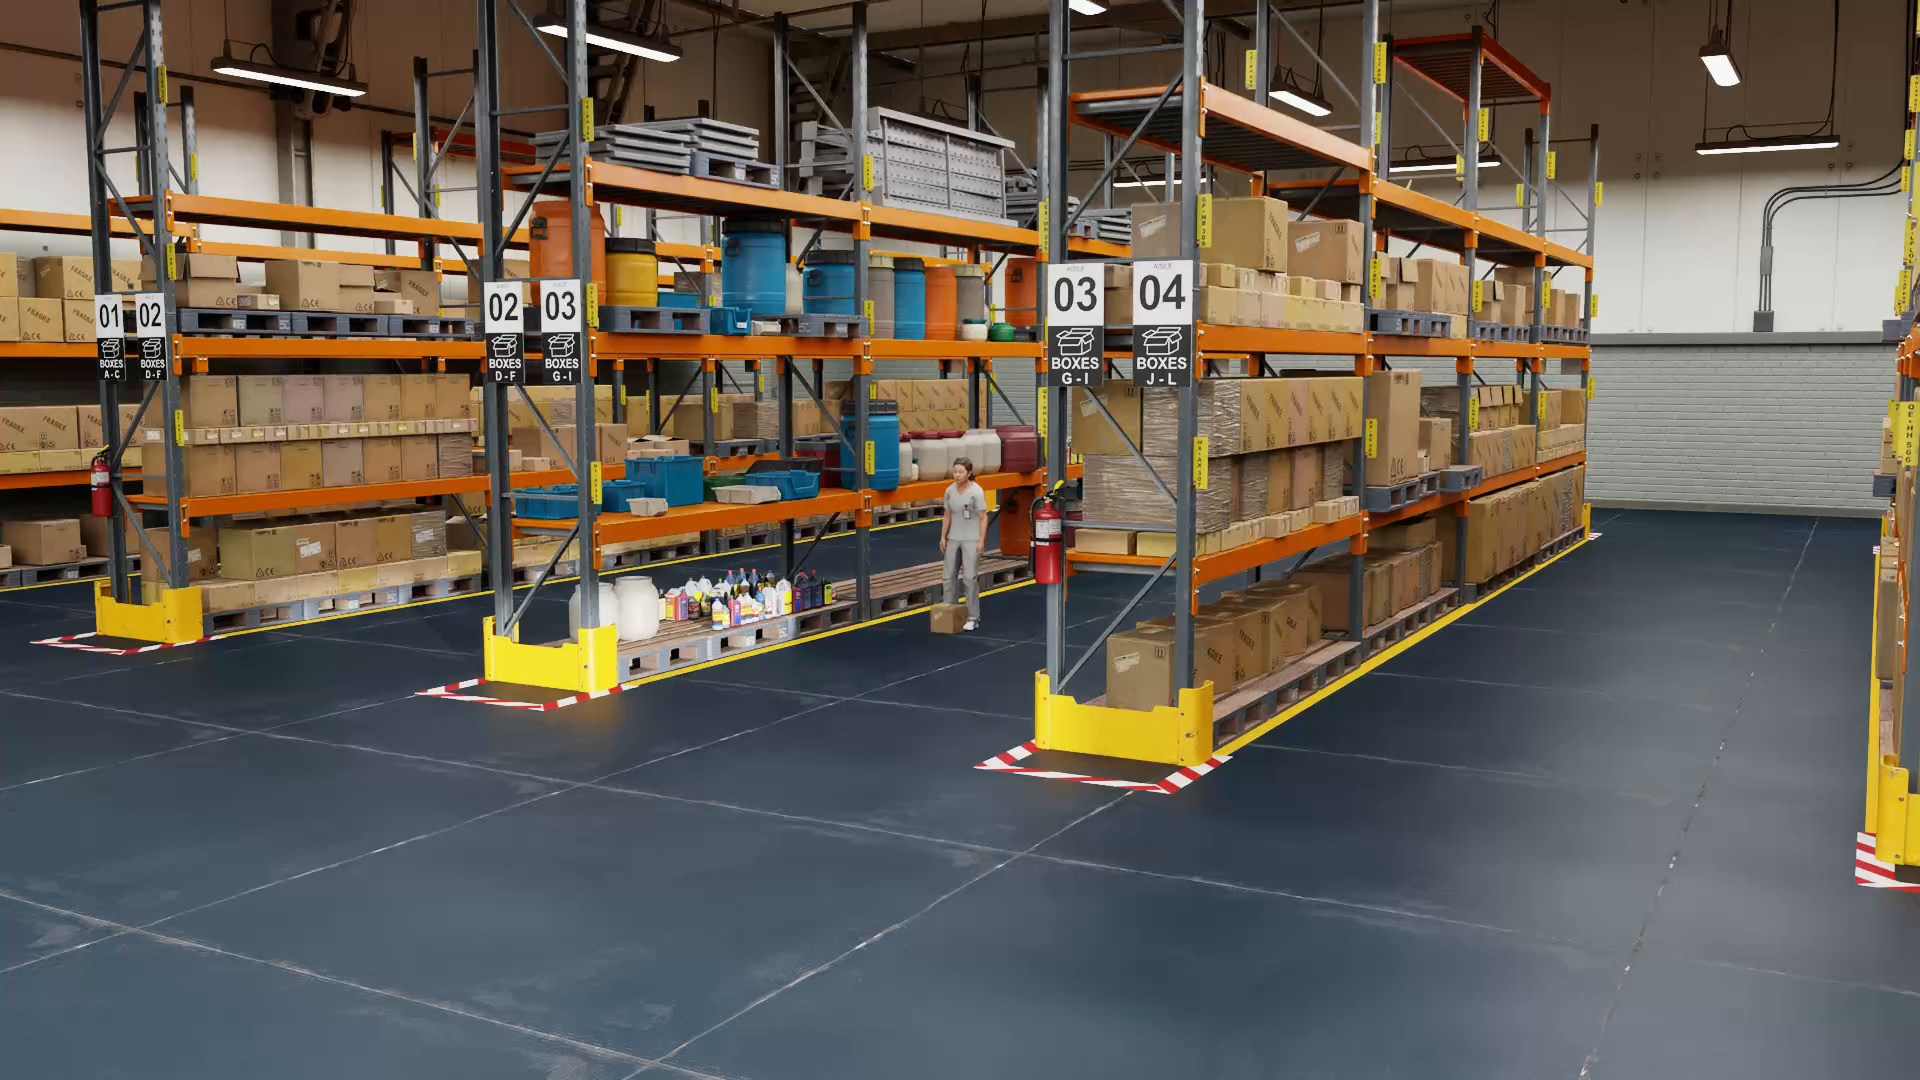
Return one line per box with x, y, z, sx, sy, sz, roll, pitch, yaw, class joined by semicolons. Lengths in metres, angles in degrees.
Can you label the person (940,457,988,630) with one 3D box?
0.021;0.025;16.100;0.508;1.671;0.366;3;7;30;person
